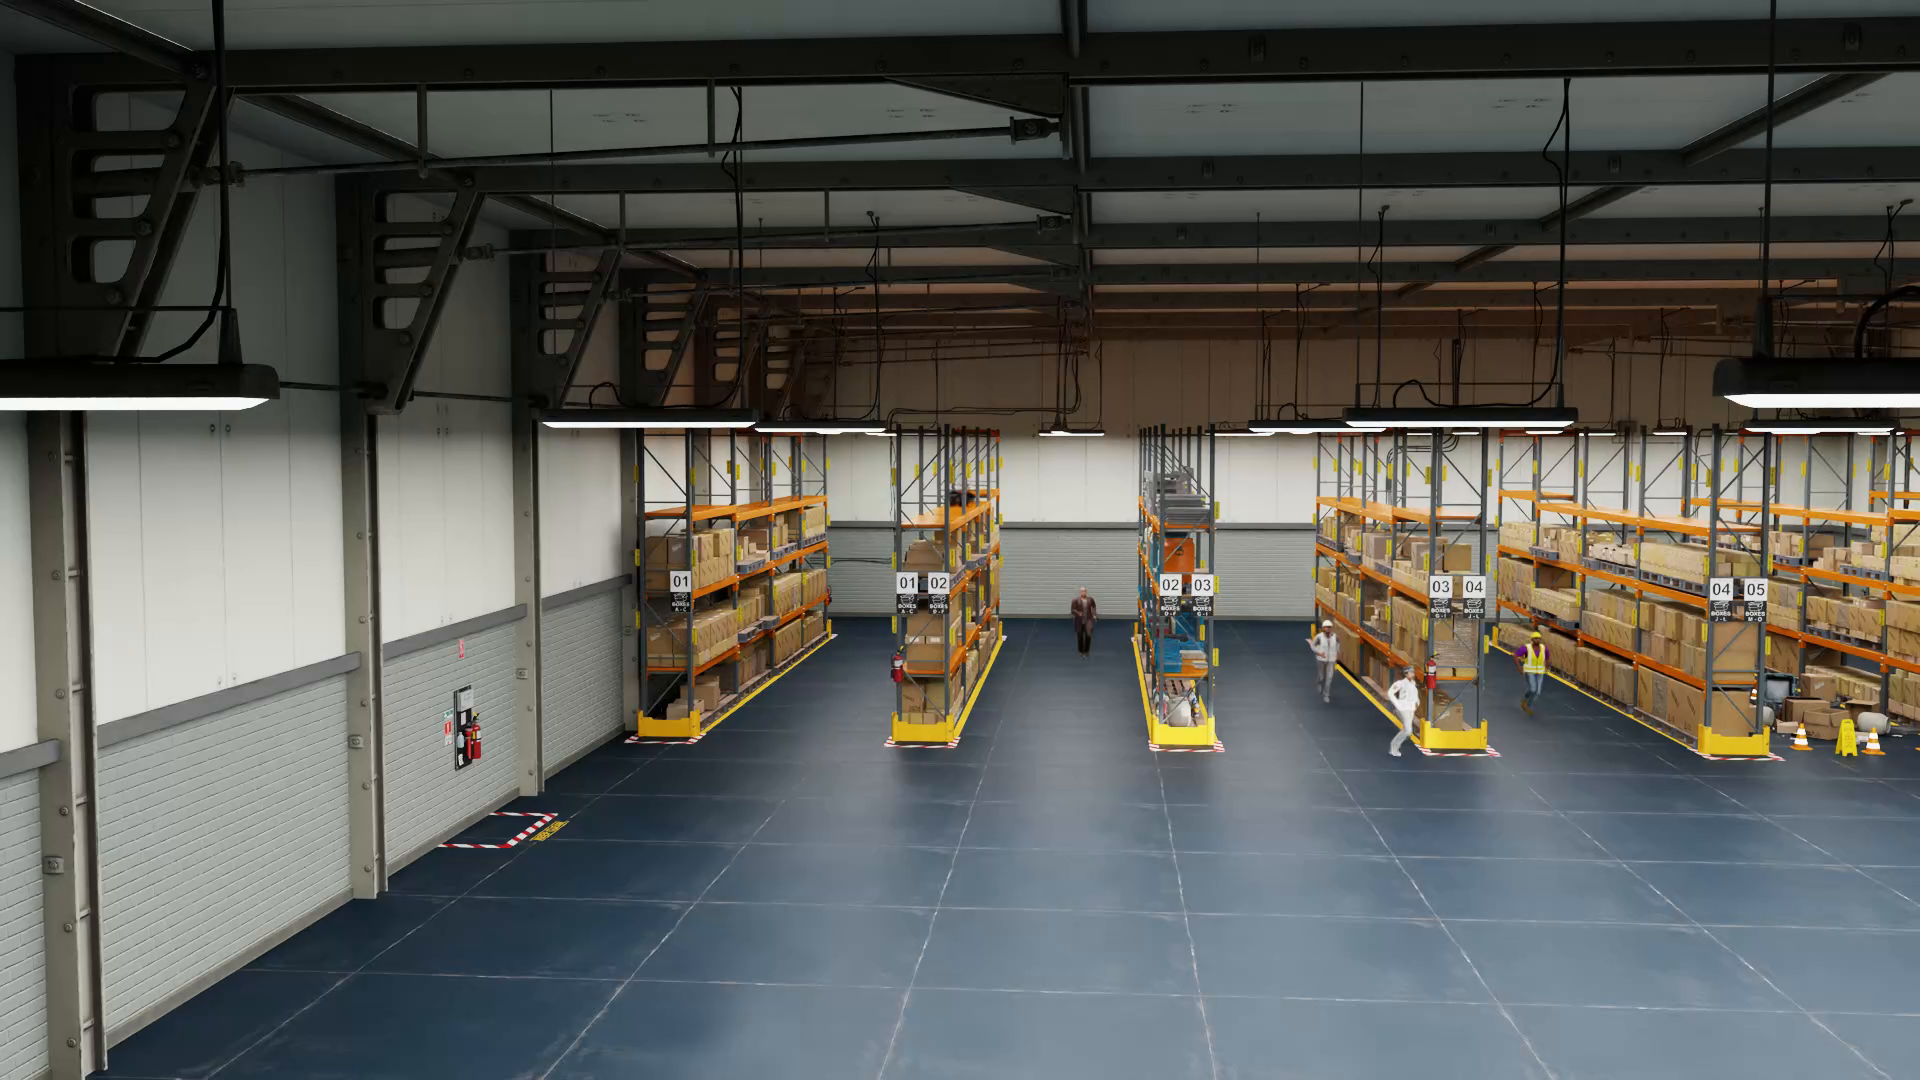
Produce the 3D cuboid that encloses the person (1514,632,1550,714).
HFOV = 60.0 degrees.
[{"bbox_3d":[11.910,2.764,34.463,0.706,1.718,0.557,0,3,-5],"label":"person"}]

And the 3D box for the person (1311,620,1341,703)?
[{"bbox_3d":[8.025,2.631,36.463,0.682,1.768,0.954,0,3,-1],"label":"person"}]

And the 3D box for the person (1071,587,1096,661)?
[{"bbox_3d":[3.067,2.076,41.161,0.672,1.829,0.829,0,3,-3],"label":"person"}]

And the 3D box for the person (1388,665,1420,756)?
[{"bbox_3d":[8.066,3.069,30.010,0.624,1.642,0.511,-3,4,-36],"label":"person"}]
